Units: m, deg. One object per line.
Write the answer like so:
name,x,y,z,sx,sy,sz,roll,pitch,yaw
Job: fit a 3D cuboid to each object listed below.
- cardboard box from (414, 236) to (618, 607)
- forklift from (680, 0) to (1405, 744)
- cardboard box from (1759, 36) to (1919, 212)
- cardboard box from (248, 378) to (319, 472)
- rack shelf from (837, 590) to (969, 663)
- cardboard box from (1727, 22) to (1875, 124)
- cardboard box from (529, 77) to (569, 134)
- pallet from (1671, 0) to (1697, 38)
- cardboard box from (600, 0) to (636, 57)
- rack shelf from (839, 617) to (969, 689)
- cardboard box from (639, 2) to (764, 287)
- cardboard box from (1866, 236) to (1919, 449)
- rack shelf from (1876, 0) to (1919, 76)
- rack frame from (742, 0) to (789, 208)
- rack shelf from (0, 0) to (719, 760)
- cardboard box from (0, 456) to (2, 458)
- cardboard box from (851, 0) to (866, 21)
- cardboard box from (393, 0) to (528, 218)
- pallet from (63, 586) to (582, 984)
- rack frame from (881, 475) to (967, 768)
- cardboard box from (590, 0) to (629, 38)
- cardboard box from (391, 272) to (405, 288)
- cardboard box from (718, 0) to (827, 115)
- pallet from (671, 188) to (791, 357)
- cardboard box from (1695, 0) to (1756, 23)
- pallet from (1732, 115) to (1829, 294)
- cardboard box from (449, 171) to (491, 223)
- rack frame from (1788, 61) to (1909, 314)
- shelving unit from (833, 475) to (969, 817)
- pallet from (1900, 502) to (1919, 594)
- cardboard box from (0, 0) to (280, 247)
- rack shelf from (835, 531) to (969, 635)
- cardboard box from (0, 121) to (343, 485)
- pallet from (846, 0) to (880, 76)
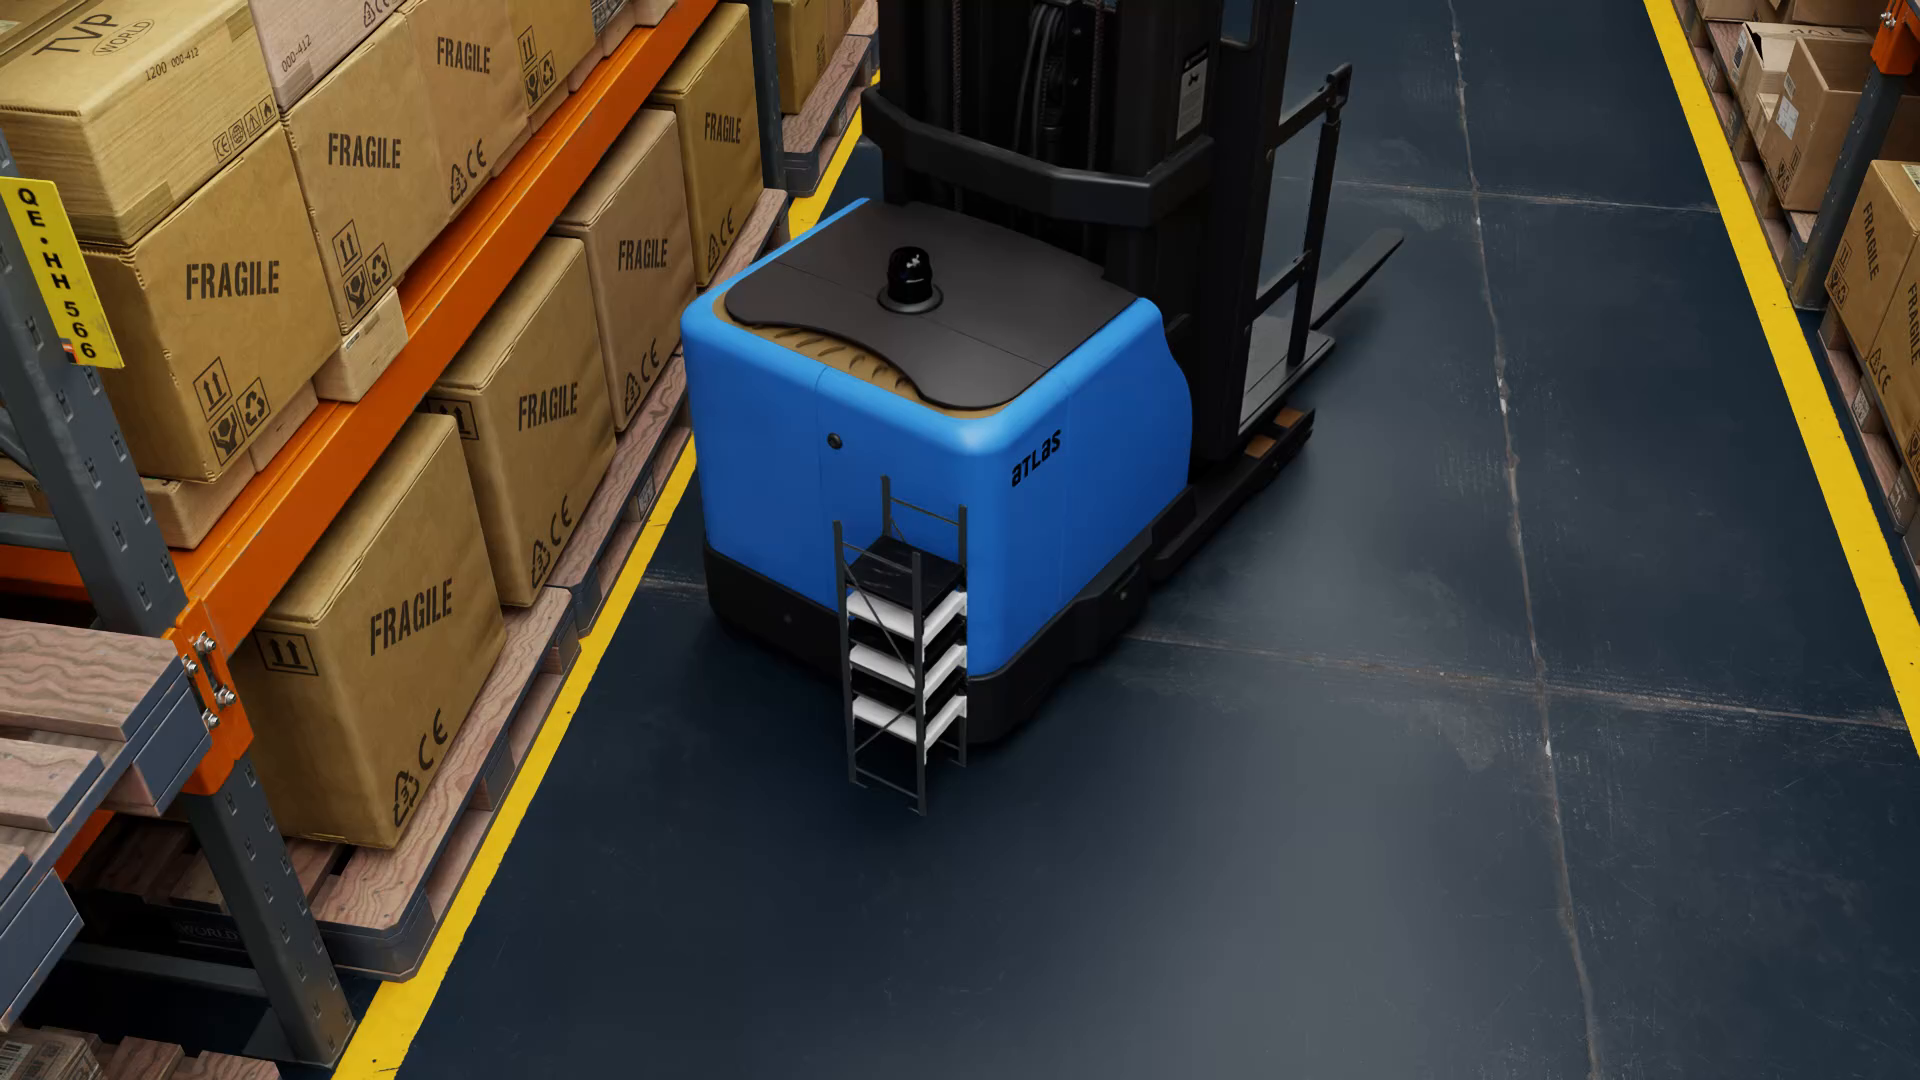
cardboard box,-1.494,-0.370,4.701,0.750,0.750,0.750,6,40,7
forklift,0.529,-1.475,4.734,1.130,2.935,3.031,25,46,27
cardboard box,3.482,-1.602,6.450,0.500,0.500,0.500,6,40,8
cardboard box,-1.571,-0.290,3.428,0.380,0.149,0.250,7,40,8
rack shelf,-0.140,0.172,4.106,0.258,0.077,0.200,21,44,24
cardboard box,3.612,-2.000,7.080,0.500,0.311,0.500,6,40,8
cardboard box,-1.316,-1.261,4.602,0.380,0.149,0.250,8,40,9
pallet,4.205,-2.894,8.585,1.003,0.211,1.213,6,40,8
cardboard box,-1.201,-1.582,4.990,0.380,0.149,0.250,6,40,8
rack shelf,-0.140,0.241,4.163,0.258,0.077,0.200,21,44,24
cardboard box,-1.201,-1.462,6.022,0.750,0.750,0.750,7,40,8
cardboard box,3.258,-0.601,5.239,0.500,0.500,0.500,7,40,8
rack shelf,3.317,-0.475,4.035,1.077,0.370,4.000,6,40,8
rack frame,-1.216,-2.551,5.981,1.000,3.000,0.127,6,40,8
rack shelf,-1.562,-1.019,4.692,1.077,0.370,4.000,6,40,8
cardboard box,-2.104,-0.184,3.300,0.380,0.149,0.250,7,40,8
cardboard box,-0.805,-2.844,7.968,0.700,0.500,0.500,7,40,9
cardboard box,-1.386,-1.117,3.919,0.500,0.500,0.500,6,40,7
pallet,-1.698,0.548,4.422,1.003,0.211,1.213,6,40,8
rack frame,-0.087,0.230,4.266,0.240,0.900,0.006,21,44,24
cardboard box,-1.222,-1.759,4.696,0.500,0.500,0.500,6,40,8
cardboard box,-1.520,-0.619,3.826,0.380,0.149,0.250,6,40,7
cardboard box,-0.986,-2.207,7.198,0.700,0.500,0.500,7,40,8
pallet,-1.276,-0.984,6.274,1.003,0.211,1.213,6,40,8
cardboard box,3.809,-2.690,7.962,0.500,0.250,0.500,6,40,8
pallet,3.783,-1.363,6.733,1.003,0.211,1.213,6,40,8
cardboard box,-1.428,-0.943,4.218,0.380,0.149,0.250,7,40,8
rack frame,3.663,-2.007,5.324,1.000,3.000,0.127,6,40,8
shelving unit,-0.140,0.285,4.199,0.258,0.900,0.210,21,44,24
pallet,3.351,0.350,4.661,1.003,0.211,1.213,6,40,8
cardboard box,-1.571,-0.765,2.905,0.500,0.250,0.500,7,40,9
rack shelf,-0.140,0.102,4.049,0.258,0.077,0.200,21,44,24
cardboard box,-1.572,-0.478,3.147,0.500,0.500,0.500,8,40,9
pallet,-0.799,-2.713,8.365,1.003,0.211,1.213,6,40,8
